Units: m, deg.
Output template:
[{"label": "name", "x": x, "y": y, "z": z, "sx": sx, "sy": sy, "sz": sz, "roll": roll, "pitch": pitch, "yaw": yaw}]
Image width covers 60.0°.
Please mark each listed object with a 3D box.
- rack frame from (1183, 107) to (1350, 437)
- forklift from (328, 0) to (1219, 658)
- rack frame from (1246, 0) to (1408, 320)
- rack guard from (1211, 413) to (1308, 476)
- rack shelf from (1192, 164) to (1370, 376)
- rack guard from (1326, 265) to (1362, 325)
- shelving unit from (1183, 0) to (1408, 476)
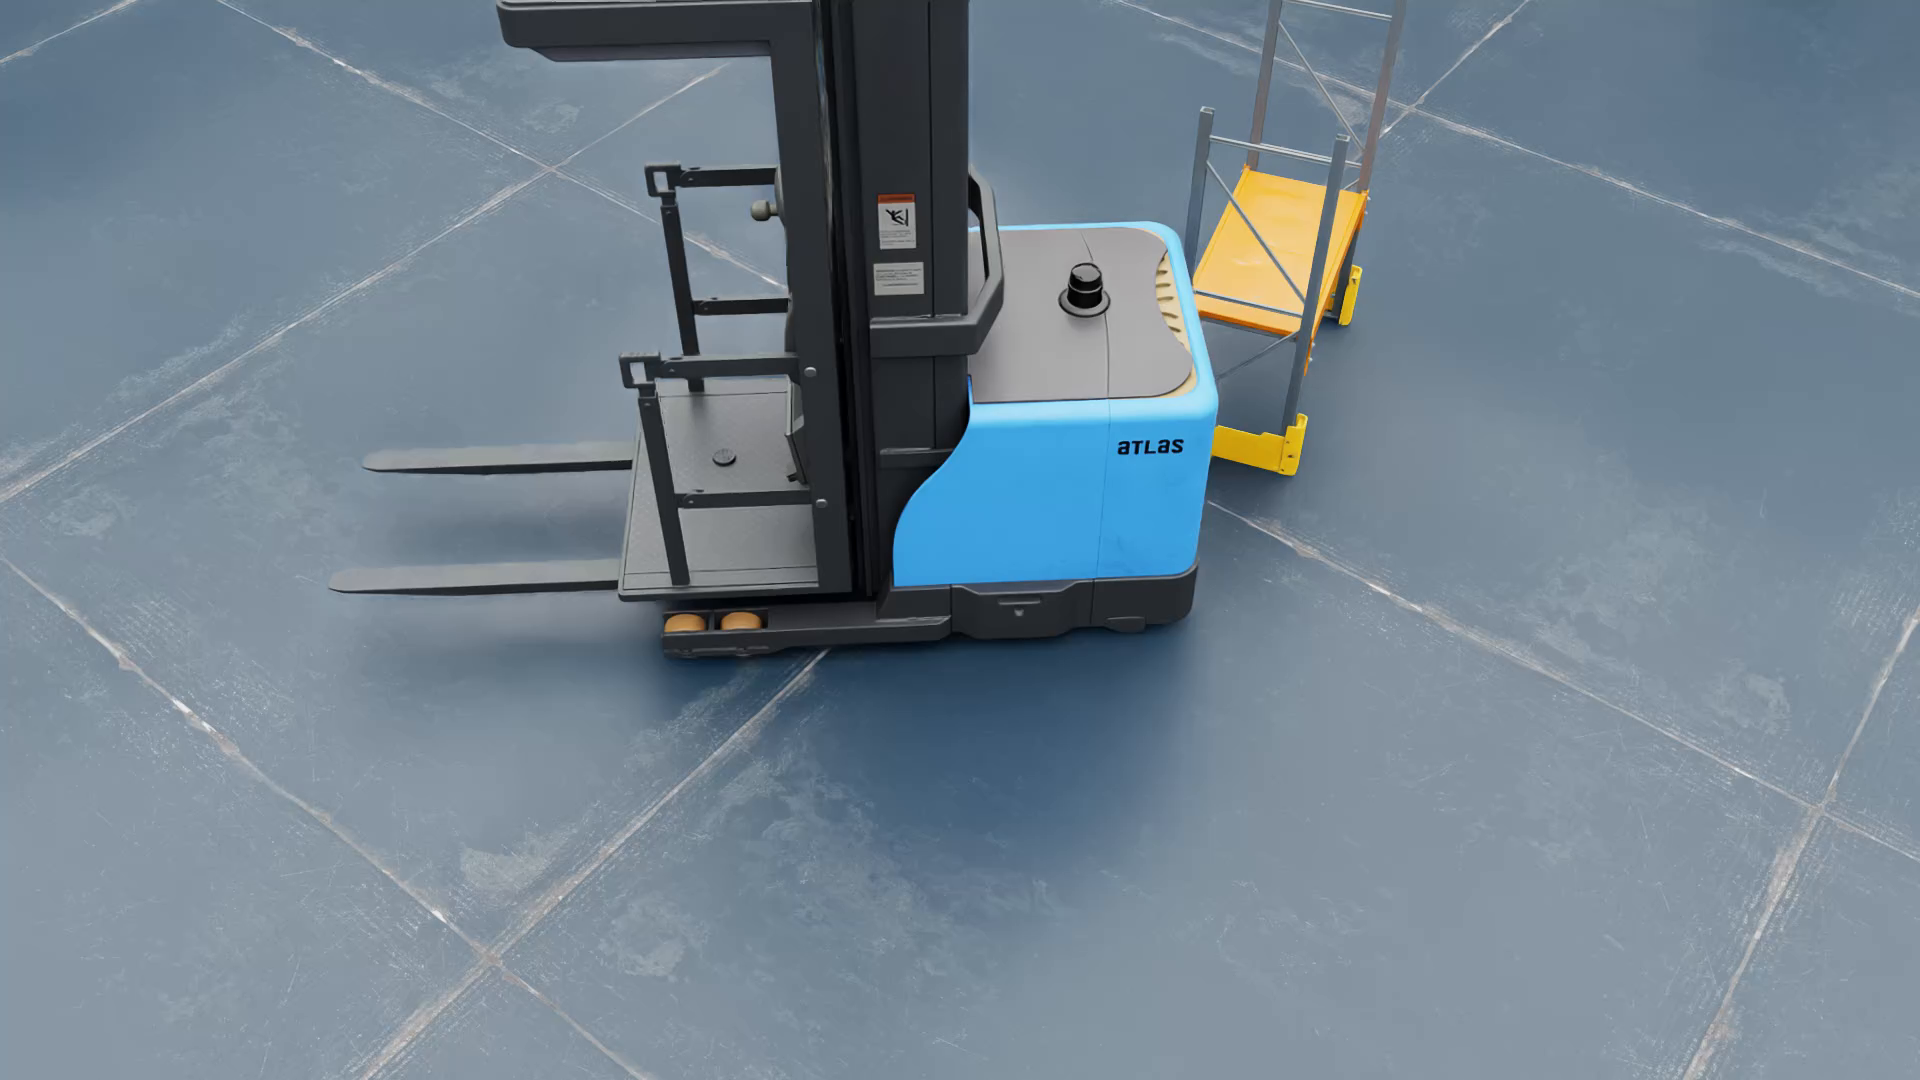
[{"label": "rack frame", "x": 1.038, "y": -0.856, "z": 6.031, "sx": 0.500, "sy": 1.500, "sz": 0.032, "roll": 16, "pitch": 48, "yaw": 15}, {"label": "forklift", "x": -0.705, "y": -0.991, "z": 5.169, "sx": 3.031, "sy": 2.935, "sz": 1.130, "roll": -2, "pitch": 46, "yaw": -2}, {"label": "rack frame", "x": 1.408, "y": -1.541, "z": 6.685, "sx": 0.500, "sy": 1.500, "sz": 0.032, "roll": 16, "pitch": 48, "yaw": 15}, {"label": "rack guard", "x": 1.045, "y": -0.438, "z": 6.495, "sx": 0.587, "sy": 0.250, "sz": 0.087, "roll": 16, "pitch": 48, "yaw": 15}, {"label": "rack shelf", "x": 1.223, "y": -1.074, "z": 6.488, "sx": 0.538, "sy": 0.185, "sz": 1.000, "roll": 16, "pitch": 48, "yaw": 15}, {"label": "rack guard", "x": 1.408, "y": -1.108, "z": 7.136, "sx": 0.587, "sy": 0.250, "sz": 0.087, "roll": 16, "pitch": 48, "yaw": 15}, {"label": "shelving unit", "x": 1.226, "y": -1.205, "z": 6.364, "sx": 0.587, "sy": 1.500, "sz": 1.083, "roll": 16, "pitch": 48, "yaw": 15}]
